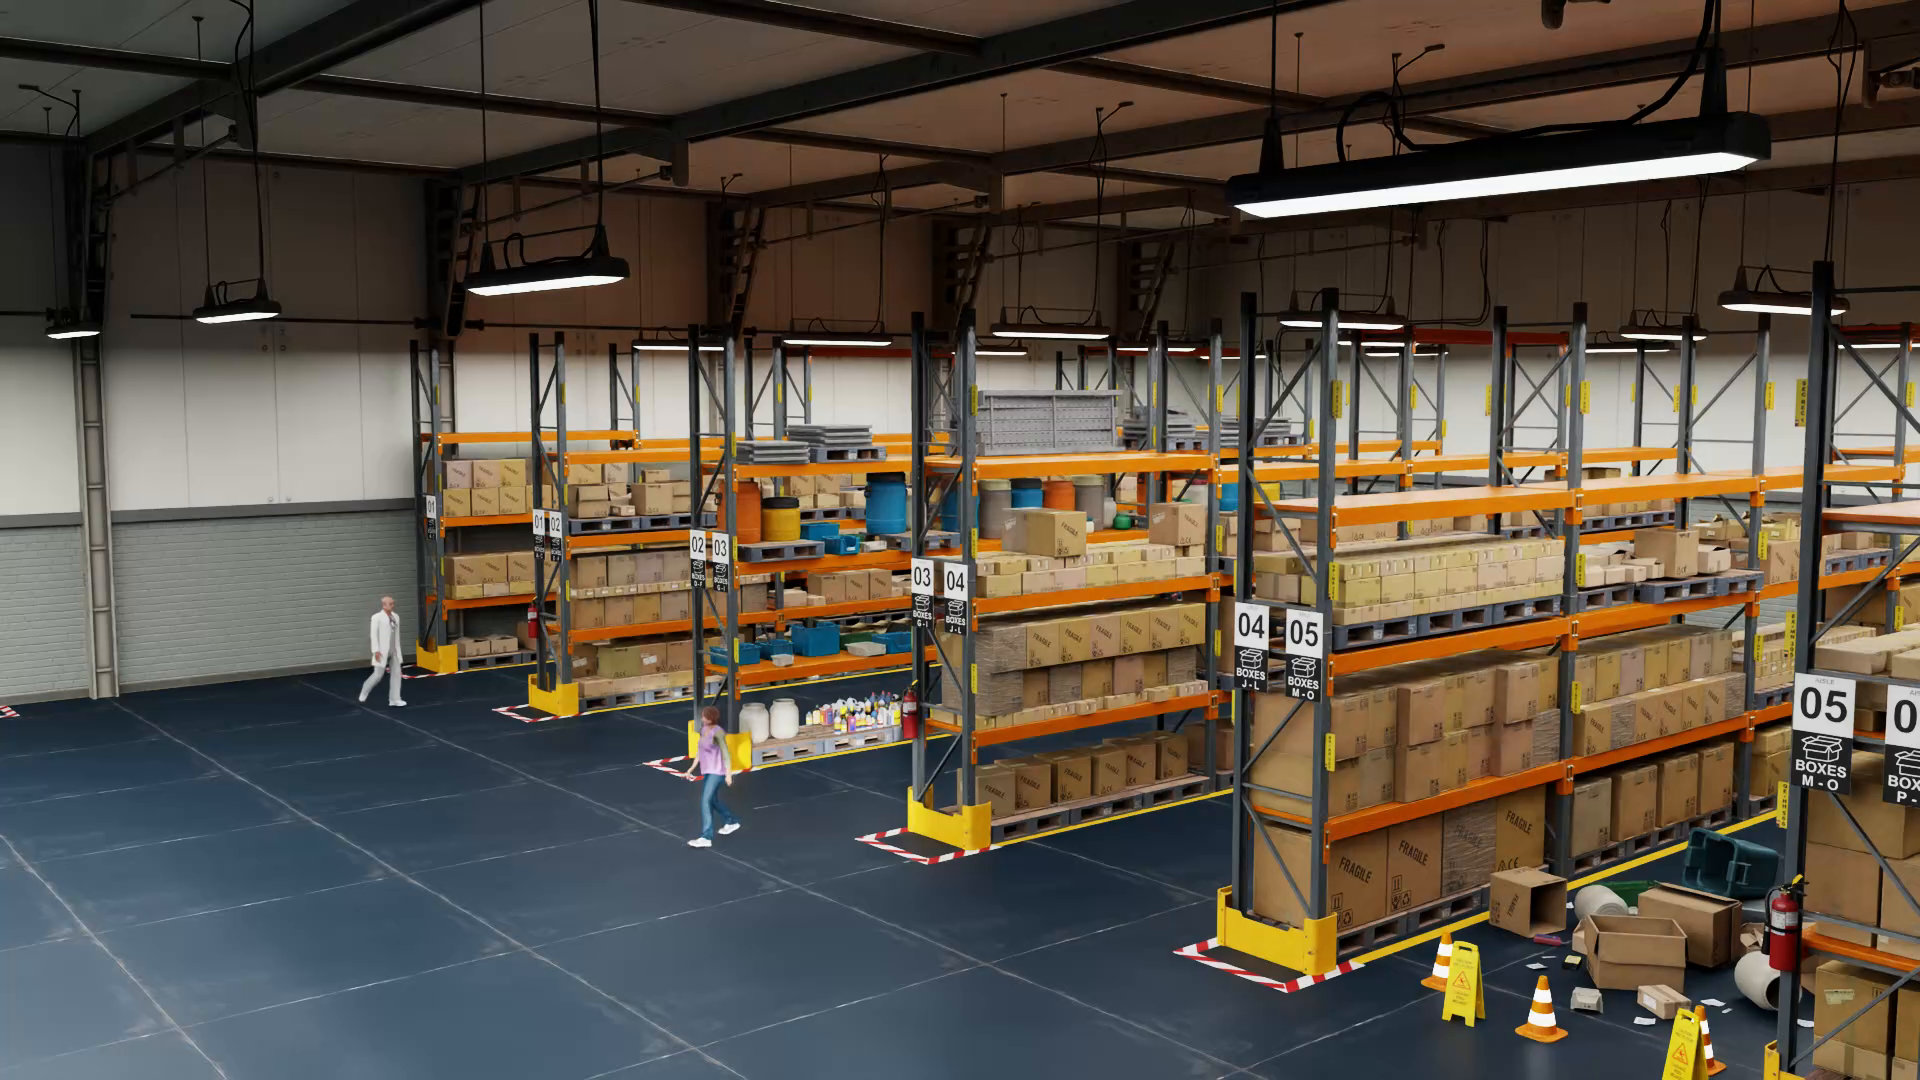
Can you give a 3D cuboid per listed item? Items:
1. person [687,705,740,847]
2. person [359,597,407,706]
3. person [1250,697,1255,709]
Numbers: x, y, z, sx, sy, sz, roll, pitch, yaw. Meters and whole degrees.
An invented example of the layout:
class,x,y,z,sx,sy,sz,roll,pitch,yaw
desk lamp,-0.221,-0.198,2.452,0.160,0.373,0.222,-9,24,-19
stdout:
class,x,y,z,sx,sy,sz,roll,pitch,yaw
person,-2.798,2.647,18.865,0.740,1.550,0.488,-3,6,-28
person,-9.292,1.787,26.788,0.810,1.770,0.592,3,6,33
person,4.284,2.036,24.901,1.060,1.604,0.515,-4,7,-37
